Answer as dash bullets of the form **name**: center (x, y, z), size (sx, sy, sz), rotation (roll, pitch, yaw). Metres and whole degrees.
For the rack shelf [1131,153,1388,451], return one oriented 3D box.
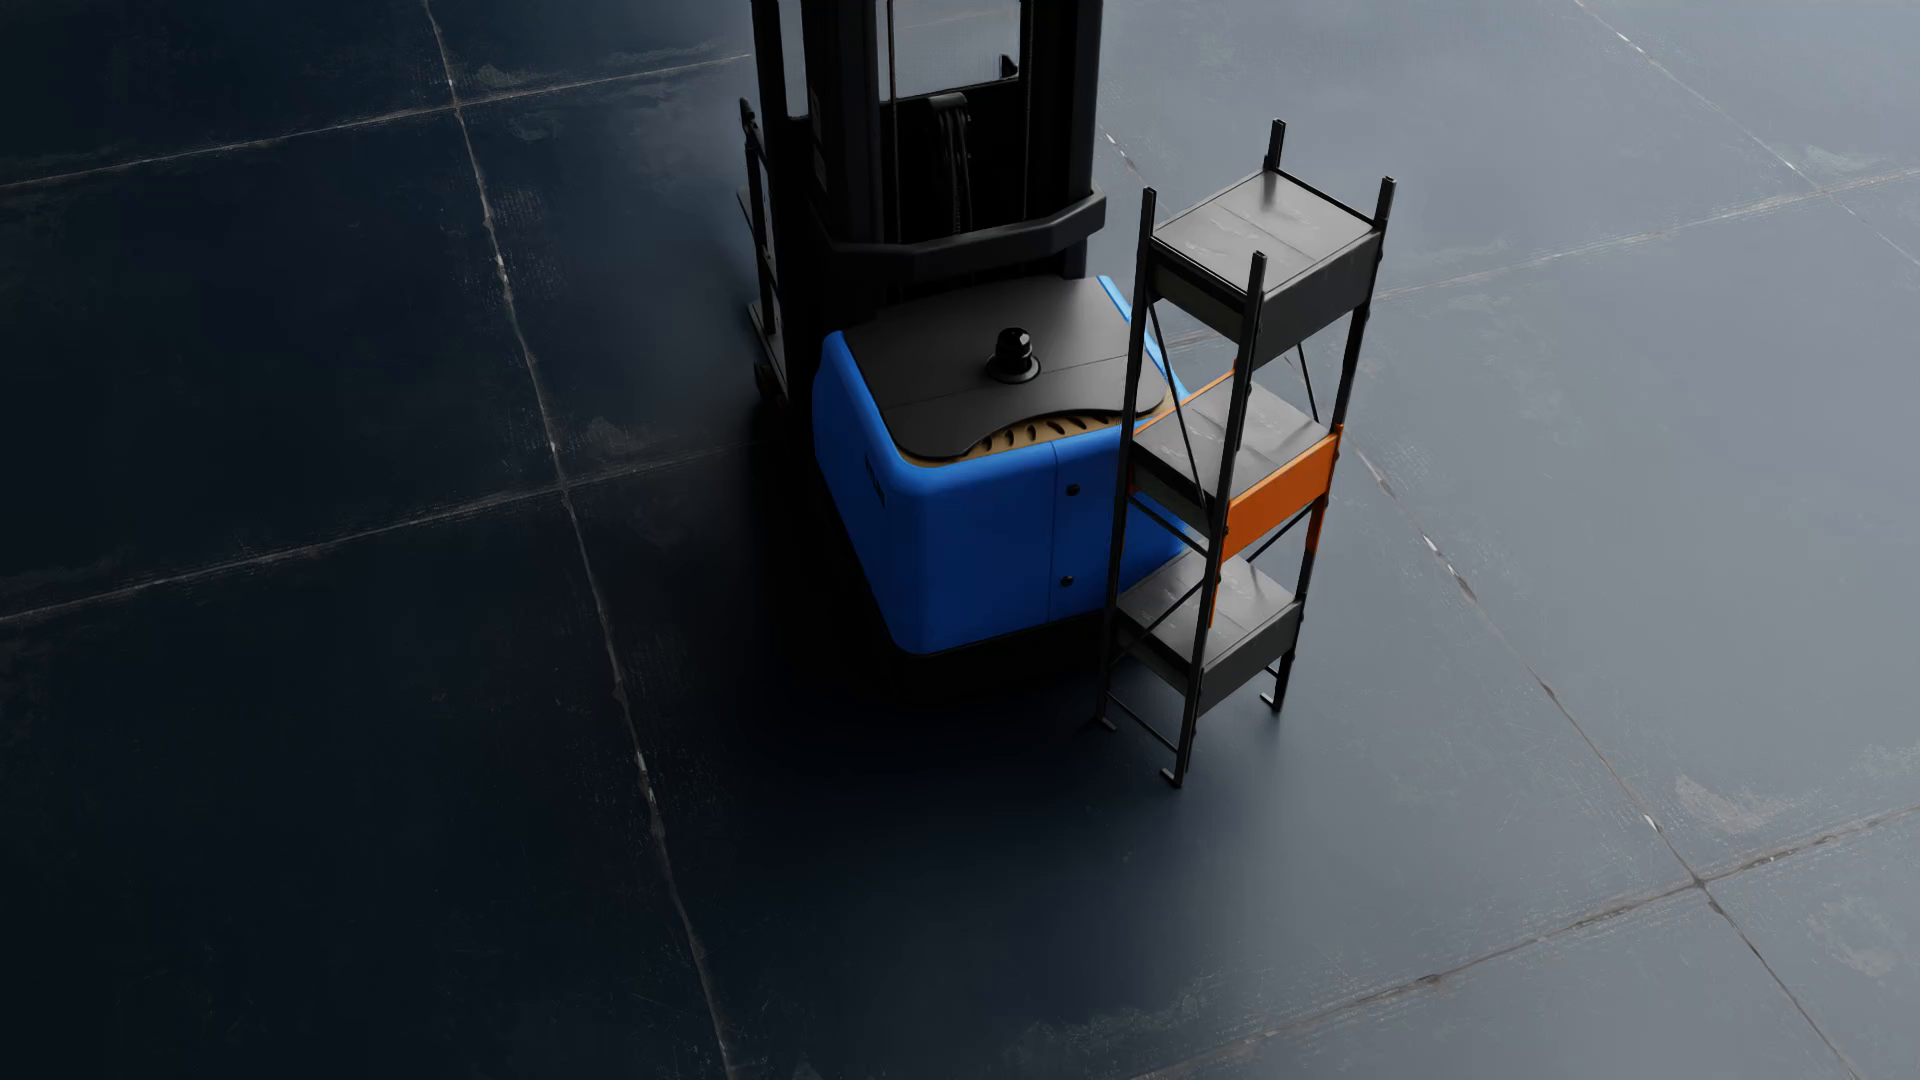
- **rack shelf**: center (0.780, -0.637, 4.433), size (0.480, 0.518, 0.431), rotation (-32, 53, -28)

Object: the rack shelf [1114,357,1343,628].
- **rack shelf**: center (0.780, -0.143, 4.929), size (0.480, 0.518, 0.431), rotation (-32, 53, -28)

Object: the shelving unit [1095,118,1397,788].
- **shelving unit**: center (0.780, -0.153, 4.920), size (0.503, 2.100, 0.431), rotation (-32, 53, -28)

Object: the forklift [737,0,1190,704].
- **forklift**: center (-0.196, -1.545, 5.720), size (1.130, 2.935, 3.031), rotation (-14, 47, -13)

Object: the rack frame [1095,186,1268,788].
- **rack frame**: center (0.596, -0.039, 4.806), size (0.015, 2.100, 0.400), rotation (-32, 53, -28)

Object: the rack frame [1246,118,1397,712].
- **rack frame**: center (0.963, -0.266, 5.033), size (0.015, 2.100, 0.400), rotation (-32, 53, -28)

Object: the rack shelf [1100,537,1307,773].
- **rack shelf**: center (0.780, 0.351, 5.425), size (0.480, 0.518, 0.431), rotation (-32, 53, -28)
